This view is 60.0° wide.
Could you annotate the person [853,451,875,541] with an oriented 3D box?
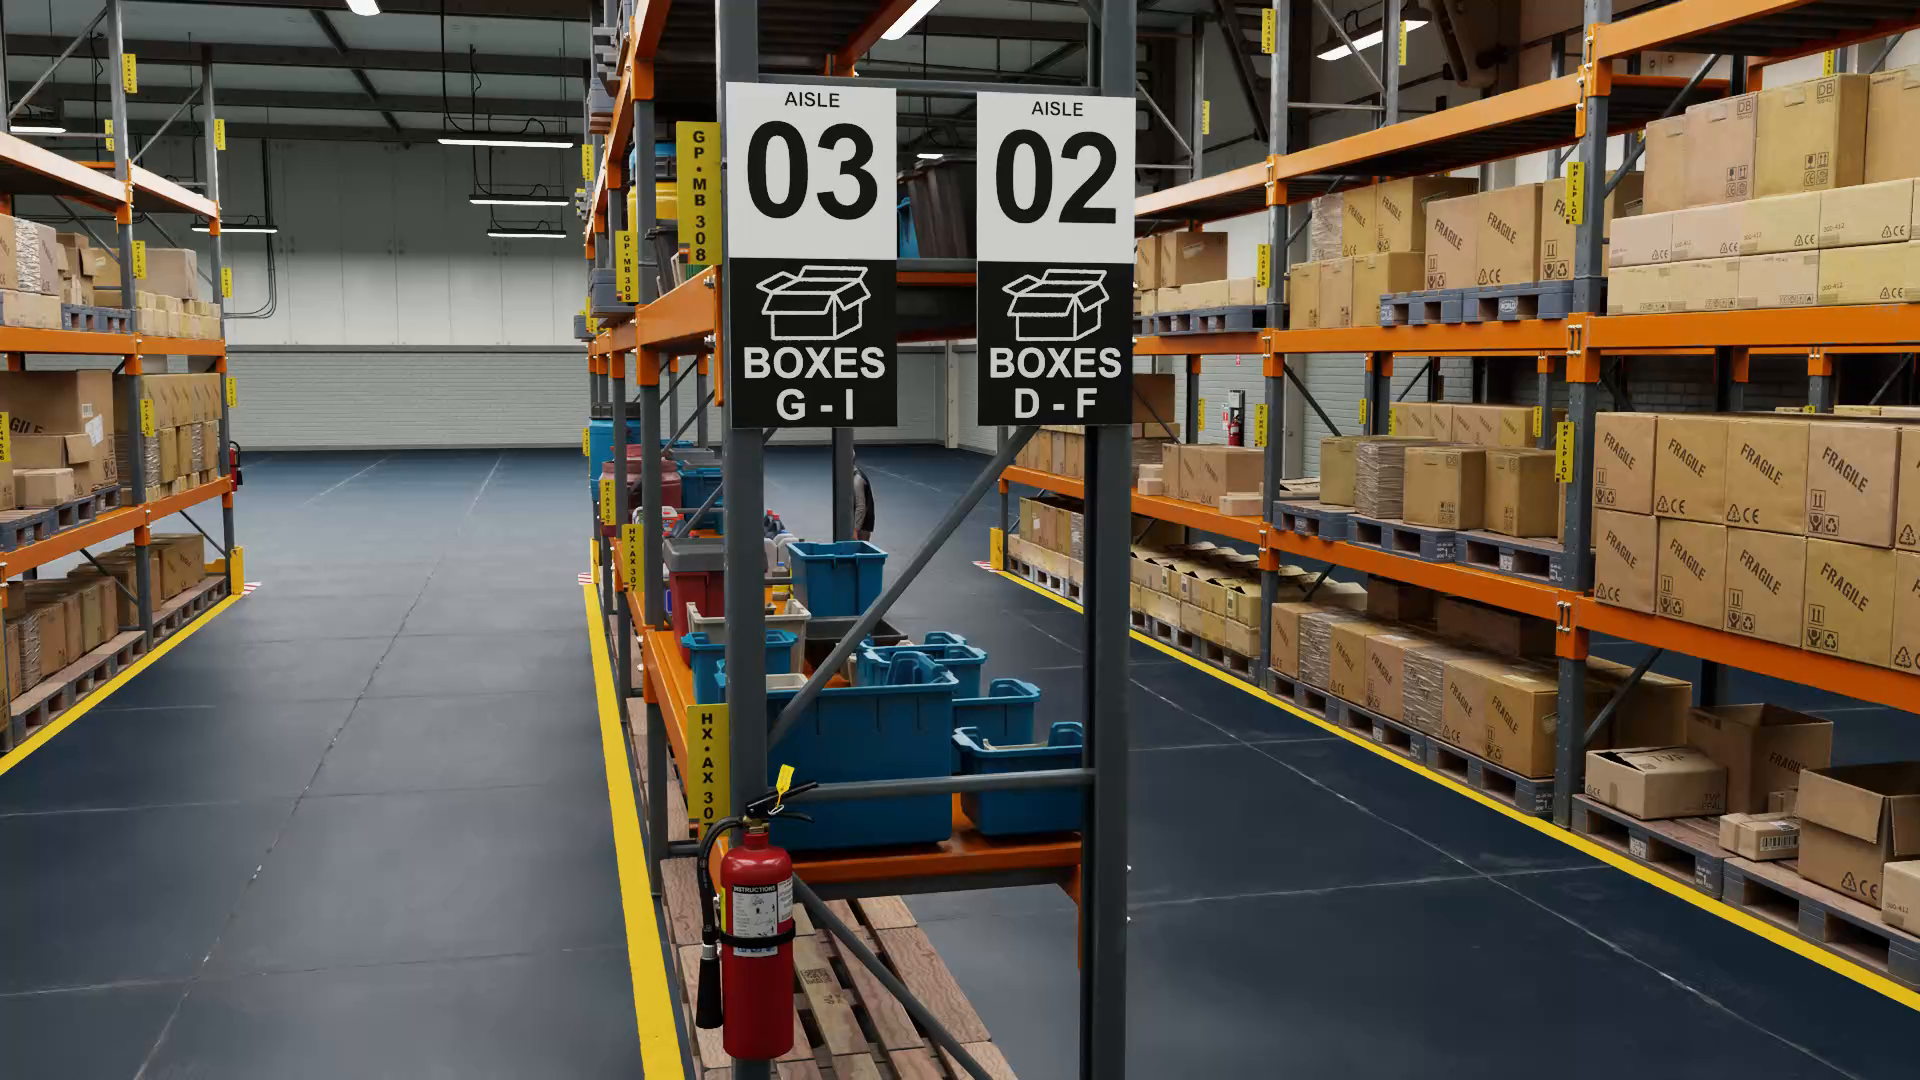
[{"bbox_3d":[-1.080,-0.084,16.845,0.417,1.722,0.591,-2,6,-16],"label":"person"}]
